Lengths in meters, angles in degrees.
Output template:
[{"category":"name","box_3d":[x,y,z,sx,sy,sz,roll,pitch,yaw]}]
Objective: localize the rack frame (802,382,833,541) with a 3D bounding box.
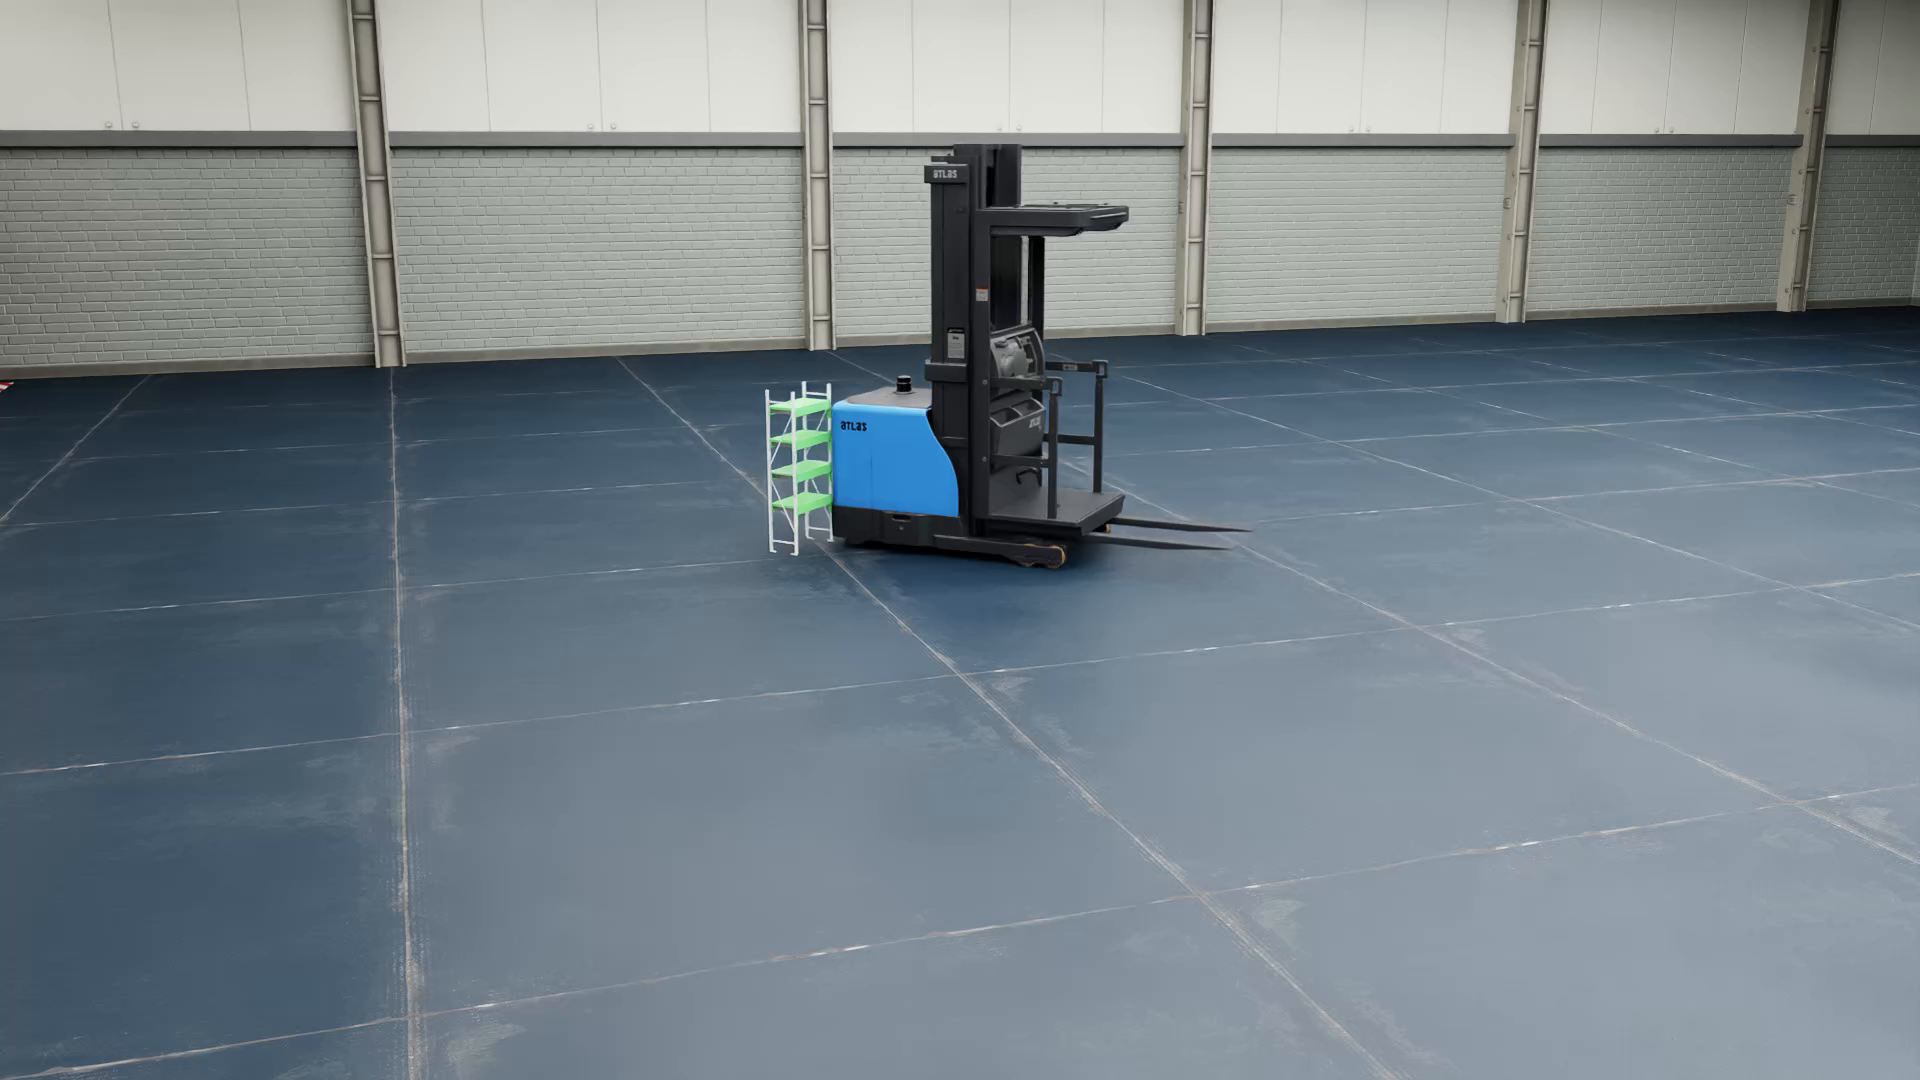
[{"category":"rack frame","box_3d":[-1.071,-0.588,12.521,0.240,1.200,0.015,7,15,27]}]

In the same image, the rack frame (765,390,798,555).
[{"category":"rack frame","box_3d":[-1.295,-0.488,12.100,0.240,1.200,0.015,7,15,27]}]

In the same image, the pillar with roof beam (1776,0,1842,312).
[{"category":"pillar with roof beam","box_3d":[16.383,-7.577,25.052,0.400,9.000,9.100,-4,14,-18]}]

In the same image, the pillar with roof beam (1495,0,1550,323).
[{"category":"pillar with roof beam","box_3d":[10.697,-7.135,23.191,0.400,9.000,9.100,-4,14,-18]}]

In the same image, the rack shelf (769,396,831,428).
[{"category":"rack shelf","box_3d":[-1.183,-0.943,12.214,0.258,0.148,0.480,7,15,27]}]

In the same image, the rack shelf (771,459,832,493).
[{"category":"rack shelf","box_3d":[-1.183,-0.476,12.325,0.258,0.148,0.480,7,15,27]}]

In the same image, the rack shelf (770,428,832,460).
[{"category":"rack shelf","box_3d":[-1.183,-0.709,12.270,0.258,0.148,0.480,7,15,27]}]

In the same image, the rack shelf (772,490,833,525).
[{"category":"rack shelf","box_3d":[-1.183,-0.242,12.381,0.258,0.148,0.480,7,15,27]}]

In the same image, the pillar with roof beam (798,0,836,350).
[{"category":"pillar with roof beam","box_3d":[-0.677,-6.249,19.467,0.400,9.000,9.100,-4,14,-18]}]

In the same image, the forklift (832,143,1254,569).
[{"category":"forklift","box_3d":[0.603,-1.357,12.015,3.031,2.935,1.130,6,15,23]}]

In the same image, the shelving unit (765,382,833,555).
[{"category":"shelving unit","box_3d":[-1.183,-0.538,12.311,0.258,1.200,0.503,7,15,27]}]
